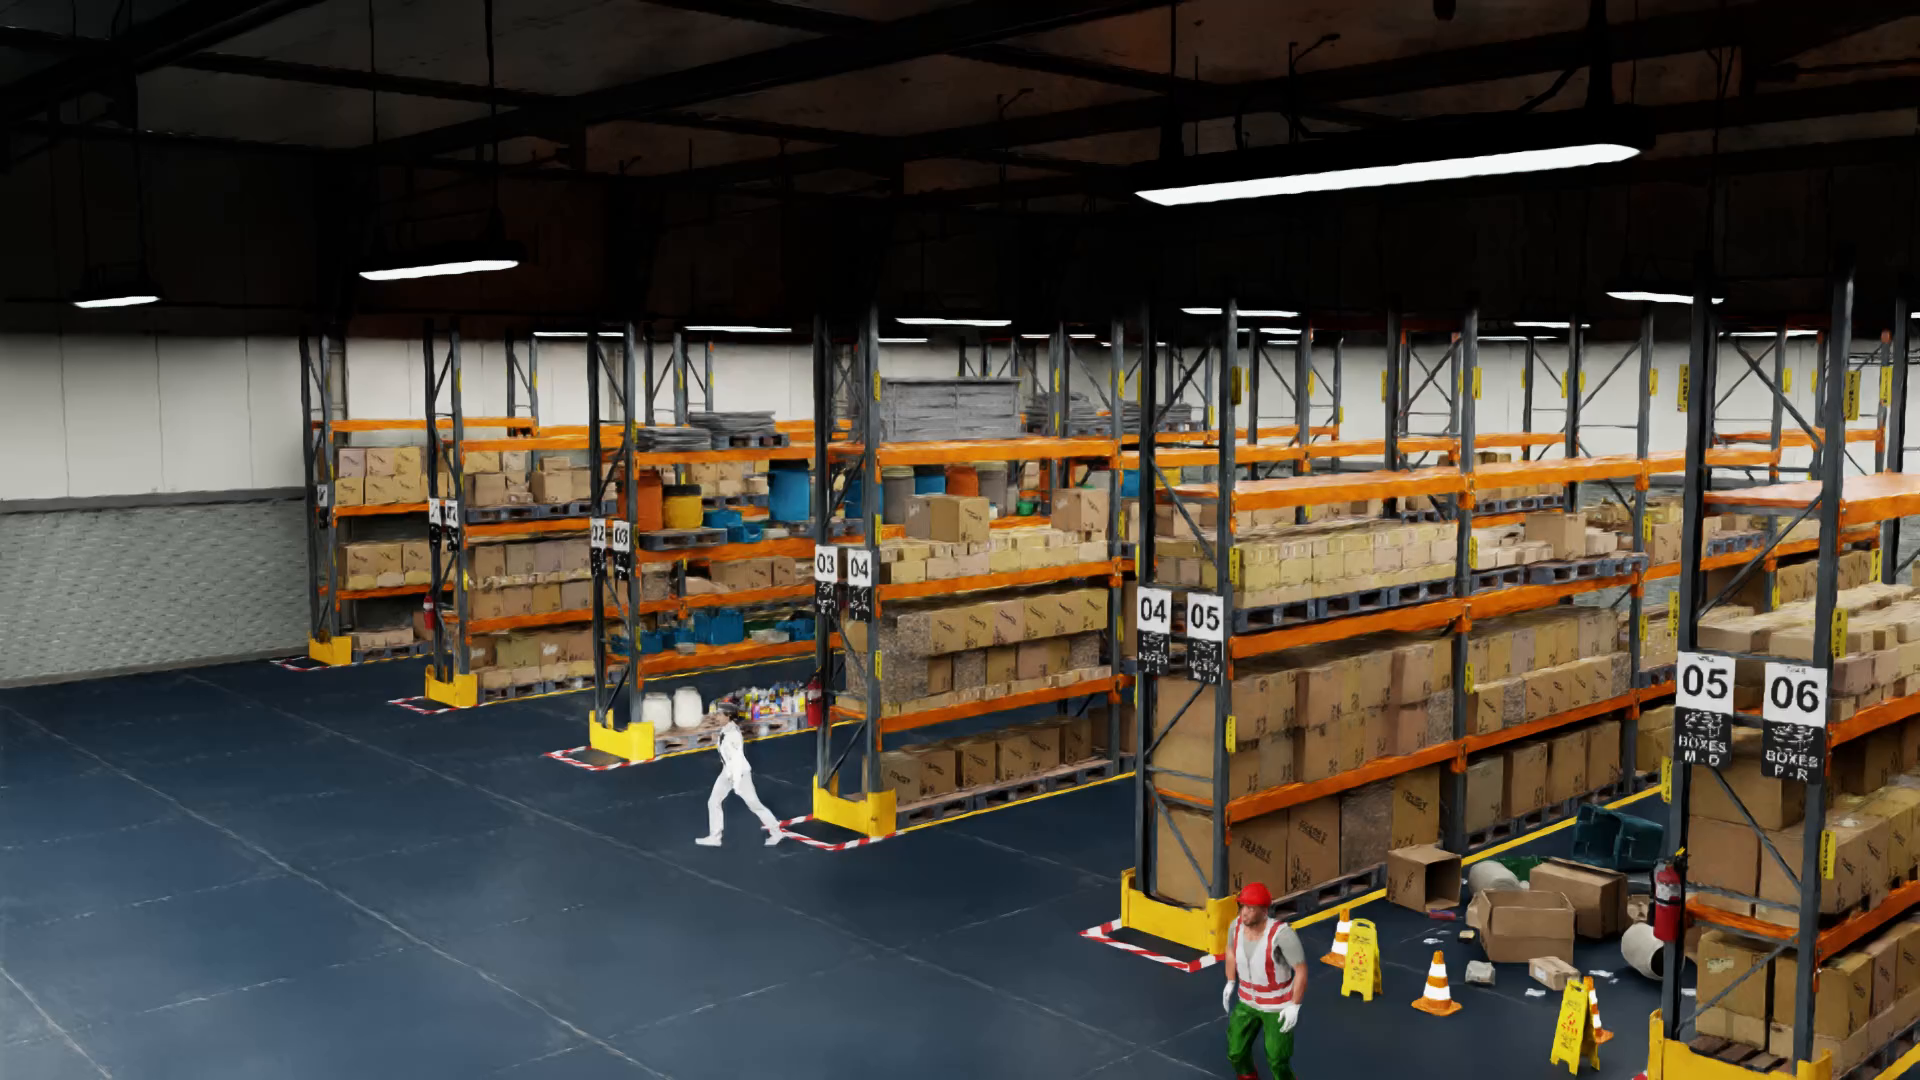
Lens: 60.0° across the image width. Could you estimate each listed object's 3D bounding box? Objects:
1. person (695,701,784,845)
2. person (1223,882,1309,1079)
[{"bbox_3d":[-2.399,2.535,18.080,0.938,1.611,0.521,-2,6,-21],"label":"person"},{"bbox_3d":[2.063,3.164,11.358,0.551,1.742,0.677,-6,8,-44],"label":"person"}]
